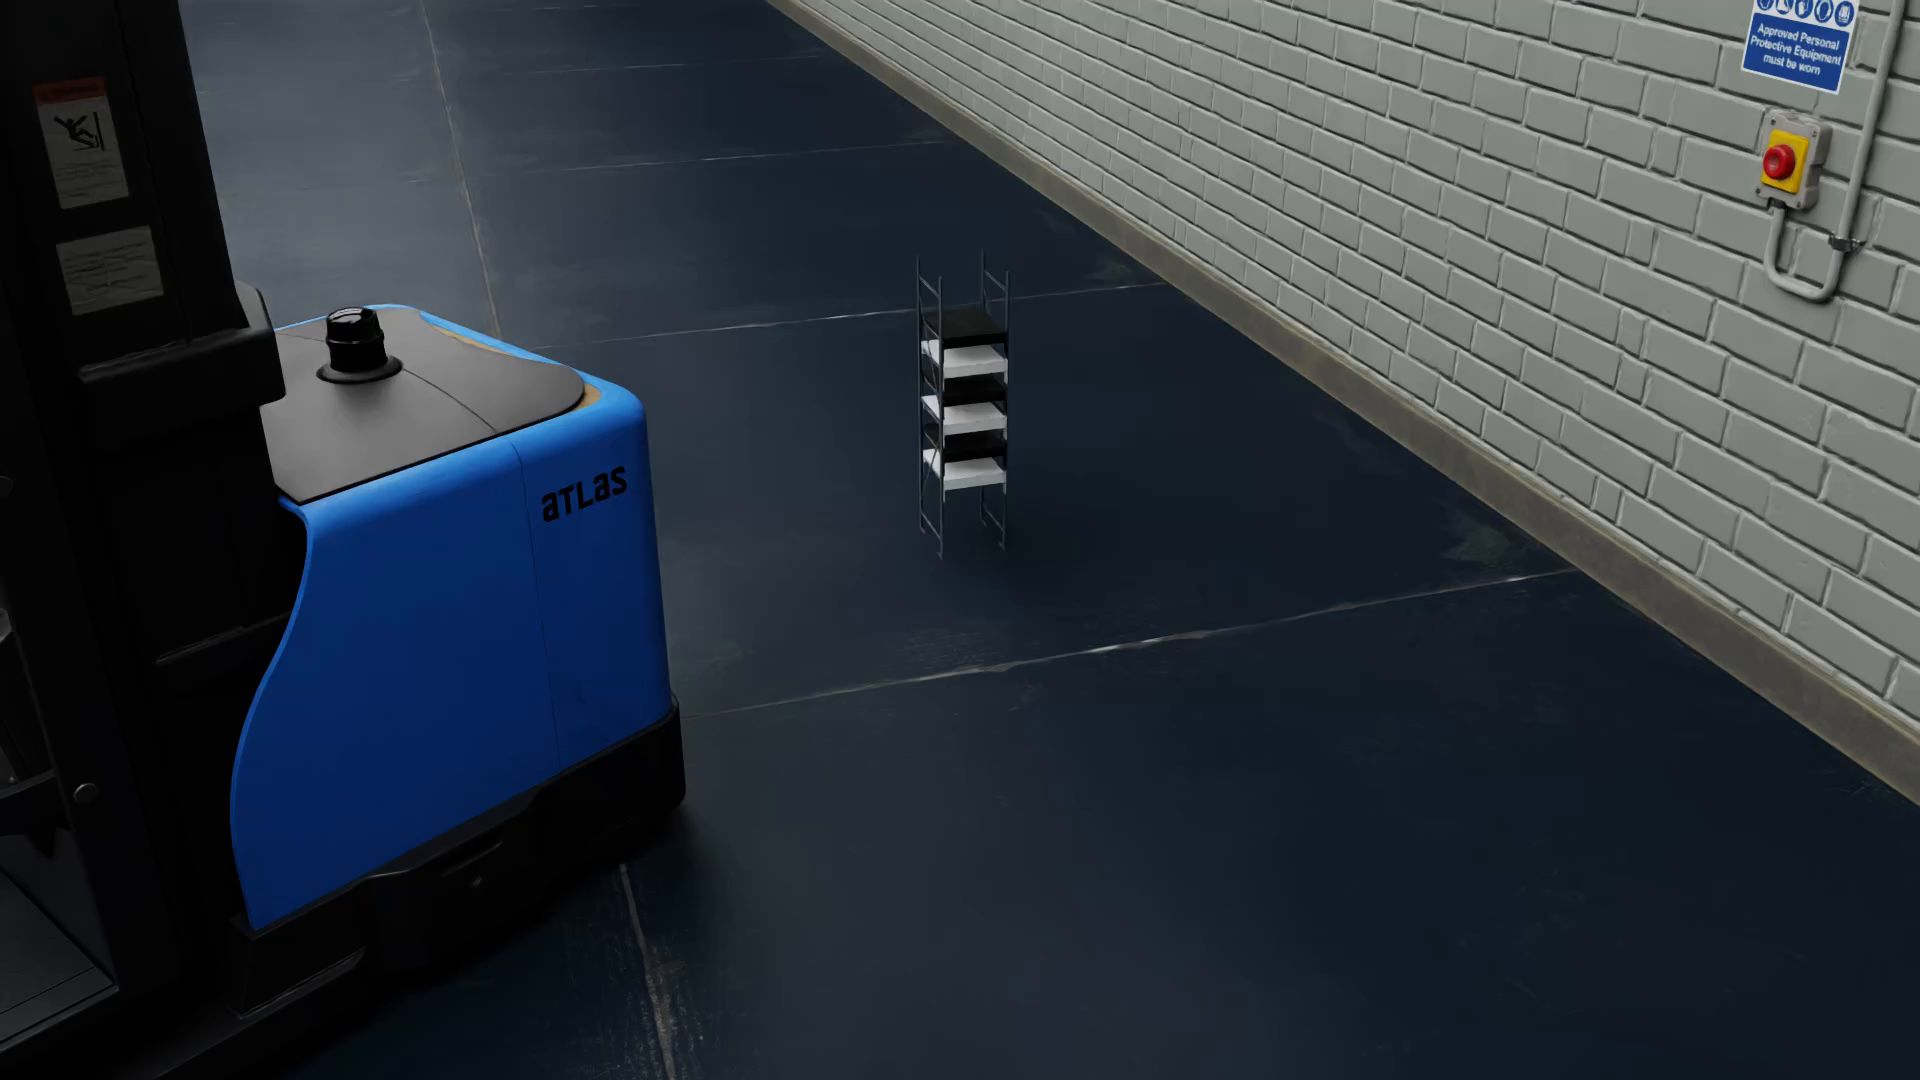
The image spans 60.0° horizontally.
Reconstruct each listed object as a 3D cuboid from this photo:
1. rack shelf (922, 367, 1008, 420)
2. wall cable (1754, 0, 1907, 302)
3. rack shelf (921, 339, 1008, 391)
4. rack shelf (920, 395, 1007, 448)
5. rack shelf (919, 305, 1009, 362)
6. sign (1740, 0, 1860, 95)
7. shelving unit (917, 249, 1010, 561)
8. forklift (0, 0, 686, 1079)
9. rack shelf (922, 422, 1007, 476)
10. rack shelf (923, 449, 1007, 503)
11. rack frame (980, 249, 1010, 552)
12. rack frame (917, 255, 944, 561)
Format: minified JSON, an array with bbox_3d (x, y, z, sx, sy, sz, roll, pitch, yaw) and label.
[{"bbox_3d":[0.008,-0.455,5.027,0.200,0.077,0.258,-8,28,-16],"label":"rack shelf"},{"bbox_3d":[1.987,-1.540,3.801,0.123,1.953,0.585,-8,28,-16],"label":"wall cable"},{"bbox_3d":[0.008,-0.536,4.987,0.200,0.077,0.258,-8,28,-16],"label":"rack shelf"},{"bbox_3d":[0.008,-0.374,5.067,0.200,0.077,0.258,-8,28,-16],"label":"rack shelf"},{"bbox_3d":[0.008,-0.616,4.947,0.200,0.077,0.258,-8,28,-16],"label":"rack shelf"},{"bbox_3d":[2.031,-1.221,4.032,0.001,0.218,0.327,-8,28,-16],"label":"sign"},{"bbox_3d":[0.008,-0.404,5.052,0.210,0.900,0.258,-8,28,-16],"label":"shelving unit"},{"bbox_3d":[-1.992,-0.305,2.569,1.130,2.935,3.031,21,33,36],"label":"forklift"},{"bbox_3d":[0.008,-0.294,5.107,0.200,0.077,0.258,-8,28,-16],"label":"rack shelf"},{"bbox_3d":[0.008,-0.213,5.147,0.200,0.077,0.258,-8,28,-16],"label":"rack shelf"},{"bbox_3d":[0.104,-0.418,5.080,0.006,0.900,0.240,-8,28,-16],"label":"rack frame"},{"bbox_3d":[-0.089,-0.390,5.024,0.006,0.900,0.240,-8,28,-16],"label":"rack frame"}]
